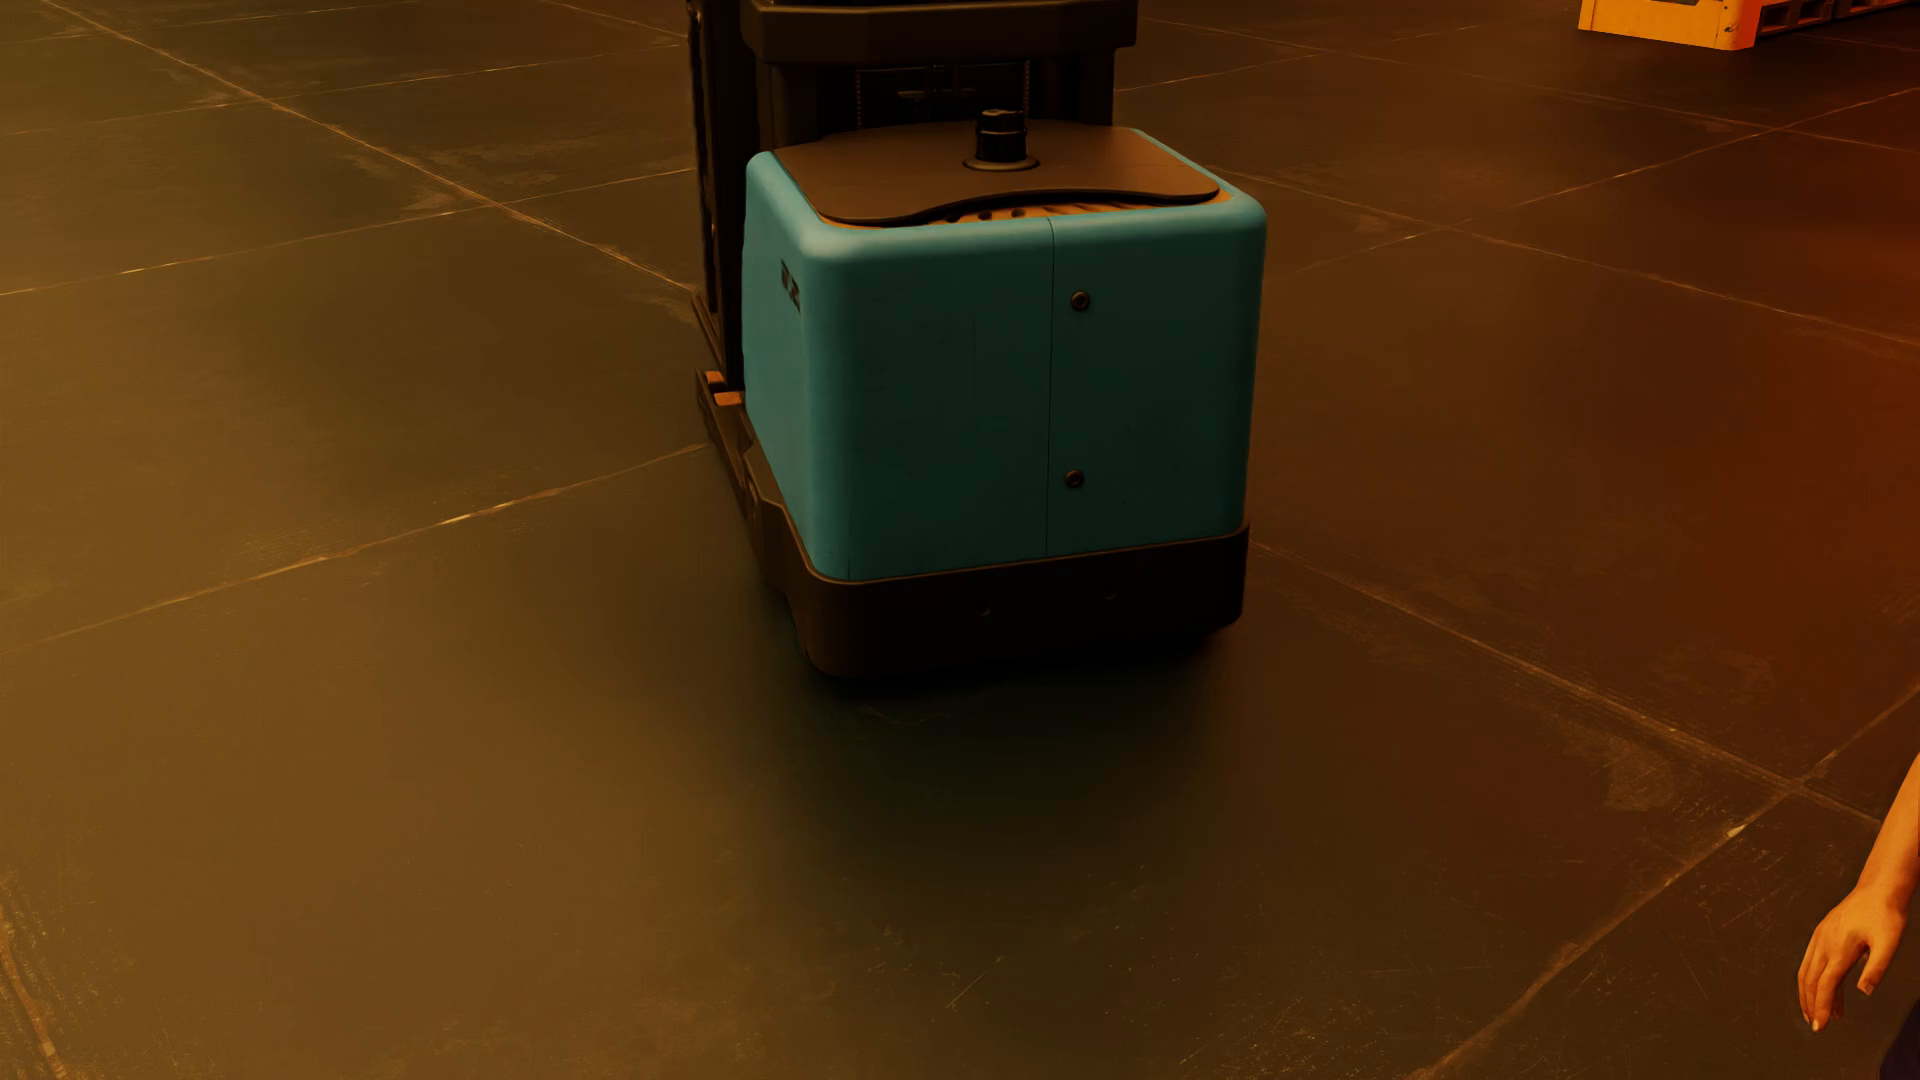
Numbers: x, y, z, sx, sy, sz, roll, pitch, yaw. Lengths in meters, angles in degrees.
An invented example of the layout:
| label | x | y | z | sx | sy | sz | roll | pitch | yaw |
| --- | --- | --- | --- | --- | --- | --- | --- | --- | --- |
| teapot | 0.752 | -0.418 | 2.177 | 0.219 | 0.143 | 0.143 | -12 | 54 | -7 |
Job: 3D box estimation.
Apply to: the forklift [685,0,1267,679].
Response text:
| label | x | y | z | sx | sy | sz | roll | pitch | yaw |
| --- | --- | --- | --- | --- | --- | --- | --- | --- | --- |
| forklift | -0.207 | -1.638 | 4.505 | 1.130 | 2.935 | 3.031 | -7 | 27 | -14 |

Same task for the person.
| label | x | y | z | sx | sy | sz | roll | pitch | yaw |
| --- | --- | --- | --- | --- | --- | --- | --- | --- | --- |
| person | 1.109 | 0.592 | 1.526 | 0.492 | 1.603 | 0.685 | -16 | 31 | -30 |
